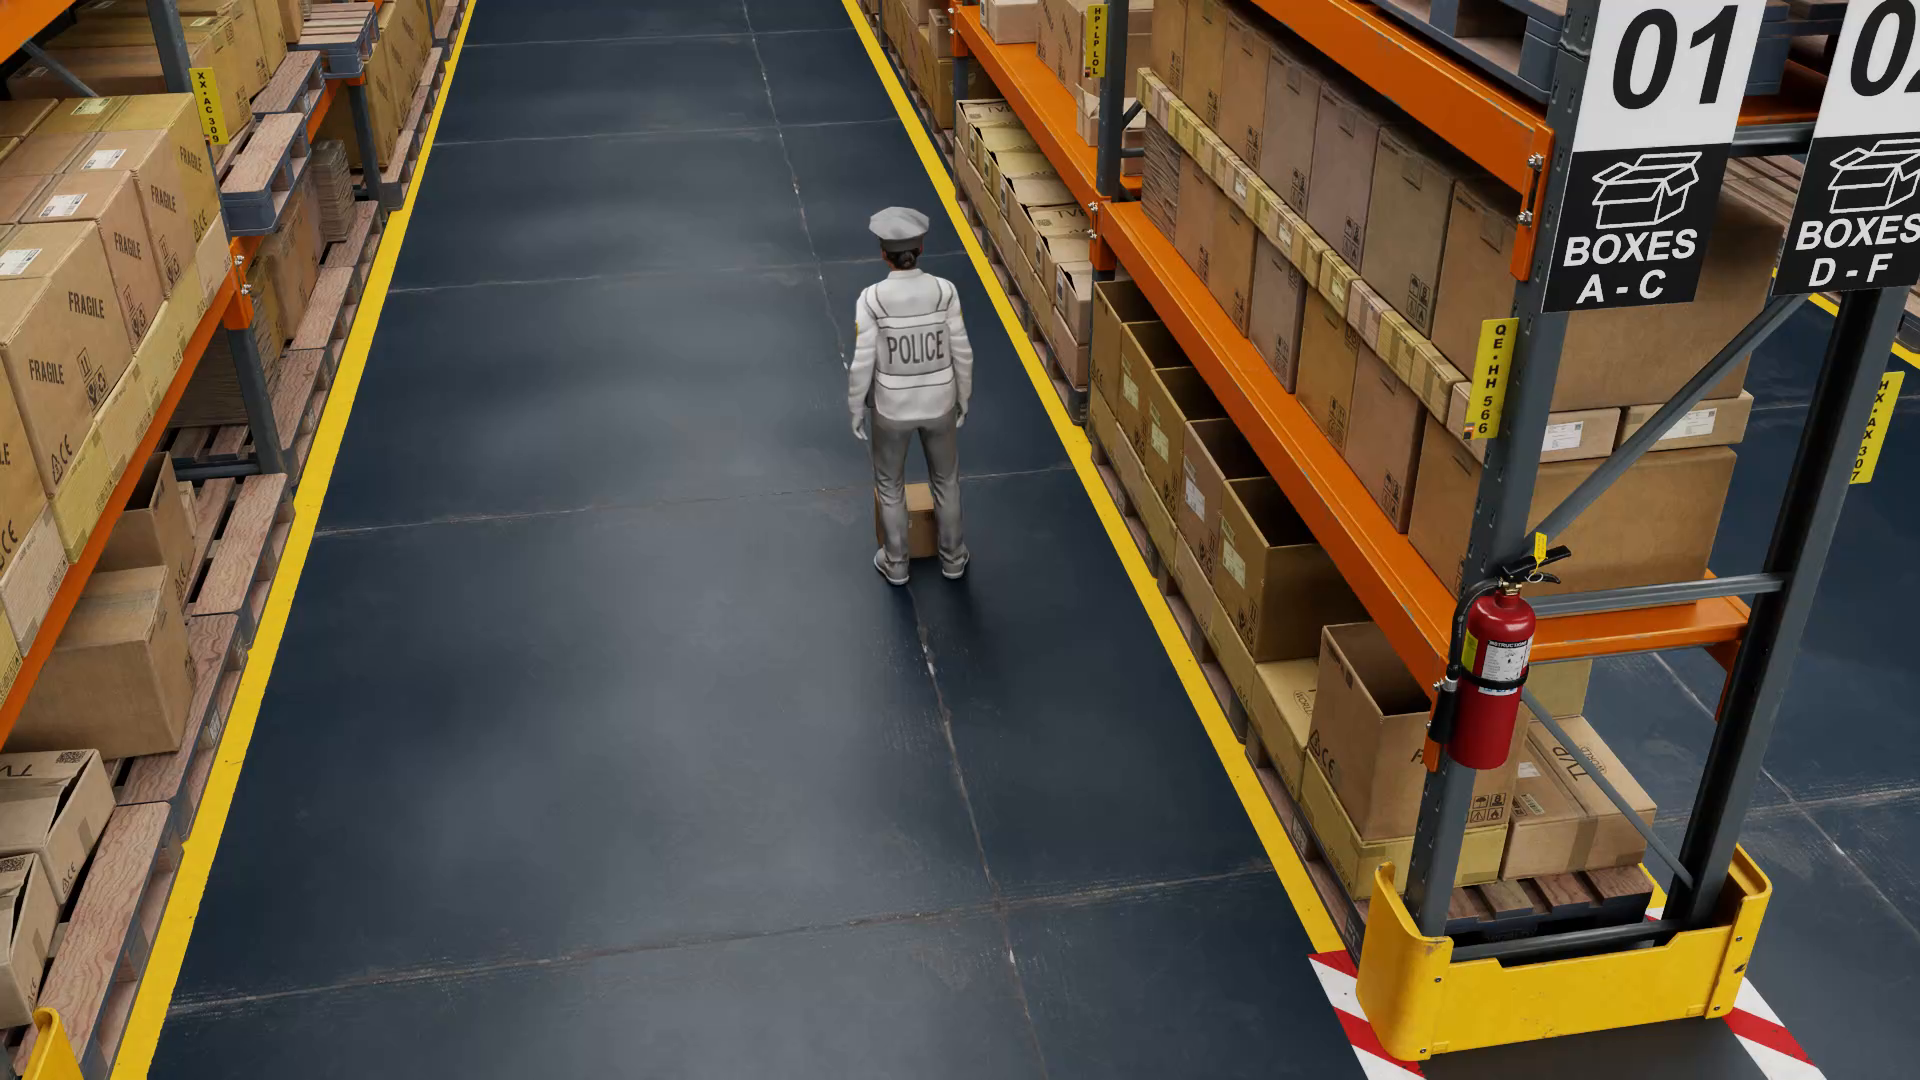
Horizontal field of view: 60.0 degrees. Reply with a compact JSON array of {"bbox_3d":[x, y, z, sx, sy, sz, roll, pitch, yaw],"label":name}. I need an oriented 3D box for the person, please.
[{"bbox_3d":[-0.206,-0.566,7.074,0.546,1.664,0.363,-7,32,-11],"label":"person"}]
